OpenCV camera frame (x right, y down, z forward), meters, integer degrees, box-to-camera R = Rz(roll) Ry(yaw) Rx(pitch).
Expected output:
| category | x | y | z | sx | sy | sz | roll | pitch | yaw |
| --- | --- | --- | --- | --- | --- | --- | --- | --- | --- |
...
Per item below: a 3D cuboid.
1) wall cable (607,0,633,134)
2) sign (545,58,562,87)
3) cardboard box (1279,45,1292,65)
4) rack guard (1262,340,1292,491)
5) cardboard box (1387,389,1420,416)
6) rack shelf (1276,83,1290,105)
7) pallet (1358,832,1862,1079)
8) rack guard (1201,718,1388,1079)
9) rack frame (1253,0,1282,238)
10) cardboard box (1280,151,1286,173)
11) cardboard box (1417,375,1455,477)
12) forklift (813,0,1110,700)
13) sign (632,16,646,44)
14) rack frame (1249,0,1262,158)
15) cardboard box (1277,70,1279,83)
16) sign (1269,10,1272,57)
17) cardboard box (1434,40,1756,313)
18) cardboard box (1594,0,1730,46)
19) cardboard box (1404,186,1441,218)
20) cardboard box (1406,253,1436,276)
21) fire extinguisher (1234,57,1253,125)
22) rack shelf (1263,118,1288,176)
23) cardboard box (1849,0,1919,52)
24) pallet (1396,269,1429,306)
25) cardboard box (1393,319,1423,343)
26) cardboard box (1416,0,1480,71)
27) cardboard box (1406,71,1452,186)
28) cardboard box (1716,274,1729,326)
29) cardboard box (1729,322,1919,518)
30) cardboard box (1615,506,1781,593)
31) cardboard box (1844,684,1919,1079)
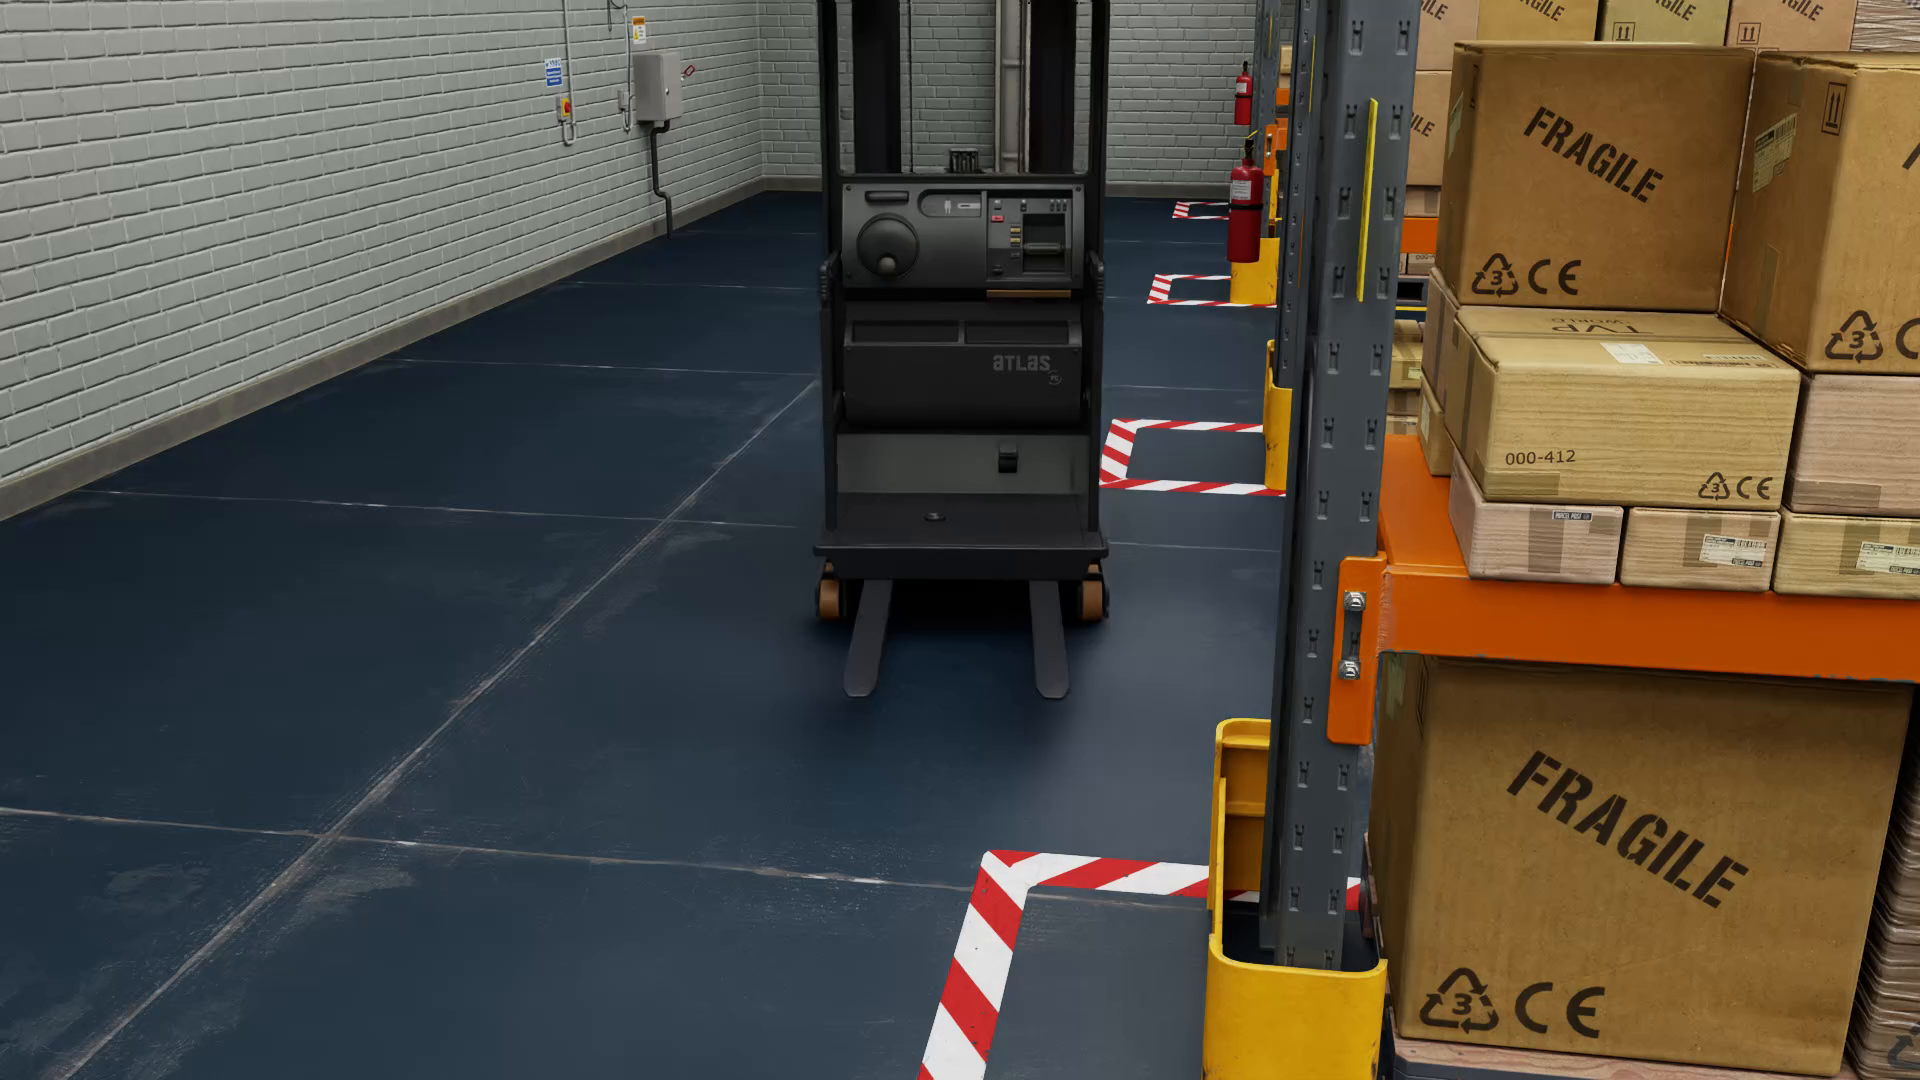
| category | x | y | z | sx | sy | sz | roll | pitch | yaw |
| --- | --- | --- | --- | --- | --- | --- | --- | --- | --- |
| wall cable | -3.012 | -4.601 | 14.726 | 0.122 | 1.984 | 0.588 | 3 | 19 | 9 |
| sign | -3.293 | -3.791 | 13.479 | 0.001 | 0.218 | 0.327 | 3 | 19 | 9 |
| cardboard box | 3.626 | -5.083 | 17.535 | 0.500 | 0.250 | 0.500 | 3 | 19 | 10 |
| rack guard | 1.736 | -0.653 | 8.466 | 0.348 | 0.500 | 1.175 | 3 | 19 | 9 |
| cardboard box | 2.137 | -0.724 | 8.101 | 0.250 | 0.149 | 0.380 | 4 | 19 | 11 |
| rack shelf | 5.104 | -4.511 | 17.193 | 4.000 | 0.370 | 1.077 | 3 | 19 | 9 |
| pallet | 1.576 | 1.045 | 3.848 | 1.213 | 0.211 | 1.003 | 3 | 19 | 9 |
| rack guard | 0.750 | 0.891 | 3.853 | 0.348 | 0.500 | 1.175 | 3 | 19 | 9 |
| rack frame | 2.346 | -3.398 | 12.731 | 0.127 | 3.000 | 1.000 | 3 | 19 | 9 |
| cardboard box | 3.718 | -3.908 | 17.528 | 0.637 | 0.503 | 0.797 | 2 | 19 | 6 |
| cardboard box | 1.178 | -0.259 | 3.747 | 0.250 | 0.149 | 0.380 | 3 | 19 | 10 |
| forklift | 0.010 | -1.173 | 6.189 | 1.130 | 2.935 | 3.031 | 0 | 19 | 1 |
| sign | -2.961 | -4.710 | 15.351 | 0.001 | 0.242 | 0.339 | 3 | 19 | 9 |
| rack frame | 3.130 | -4.953 | 17.379 | 0.127 | 3.000 | 1.000 | 3 | 19 | 9 |
| cardboard box | 3.499 | -4.901 | 17.621 | 0.250 | 0.149 | 0.380 | 3 | 19 | 8 |
| sign | 2.252 | -3.672 | 12.063 | 0.005 | 0.325 | 0.100 | 3 | 19 | 9 |
| cardboard box | 1.297 | -0.777 | 3.483 | 0.500 | 0.500 | 0.500 | 3 | 19 | 9 |
| cardboard box | 3.071 | -2.342 | 7.374 | 0.500 | 0.500 | 0.500 | 2 | 19 | 7 |
| cardboard box | 2.186 | -1.604 | 7.766 | 0.250 | 0.149 | 0.380 | 4 | 19 | 11 |
| cardboard box | 3.918 | -2.337 | 12.936 | 0.875 | 0.438 | 0.875 | 3 | 19 | 10 |
| fire extinguisher | 2.911 | -4.602 | 17.040 | 0.183 | 0.674 | 0.296 | 3 | 19 | 9 |
| rack shelf | 4.321 | -2.956 | 12.544 | 4.000 | 0.370 | 1.077 | 3 | 19 | 9 |
| cardboard box | 4.089 | -2.297 | 7.238 | 0.500 | 0.500 | 0.500 | 3 | 19 | 10 |
| pallet | 3.148 | -2.060 | 13.127 | 1.213 | 0.211 | 1.003 | 3 | 19 | 9 |
| cardboard box | 2.223 | -1.024 | 8.530 | 0.250 | 0.149 | 0.380 | 3 | 19 | 9 |
| cardboard box | 2.062 | -2.399 | 7.543 | 0.500 | 0.500 | 0.500 | 3 | 19 | 8 |
| cardboard box | 2.060 | -1.921 | 7.692 | 0.500 | 0.500 | 0.500 | 4 | 19 | 11 |
| cardboard box | 1.795 | -0.396 | 3.528 | 0.500 | 0.250 | 0.500 | 3 | 19 | 8 |
| cardboard box | 1.719 | -0.230 | 3.032 | 0.500 | 0.250 | 0.500 | 3 | 19 | 8 |
| cardboard box | 1.326 | -0.040 | 3.092 | 0.250 | 0.149 | 0.380 | 3 | 19 | 8 |
| cardboard box | 2.317 | 0.568 | 3.565 | 0.875 | 0.875 | 0.875 | 3 | 19 | 9 |
